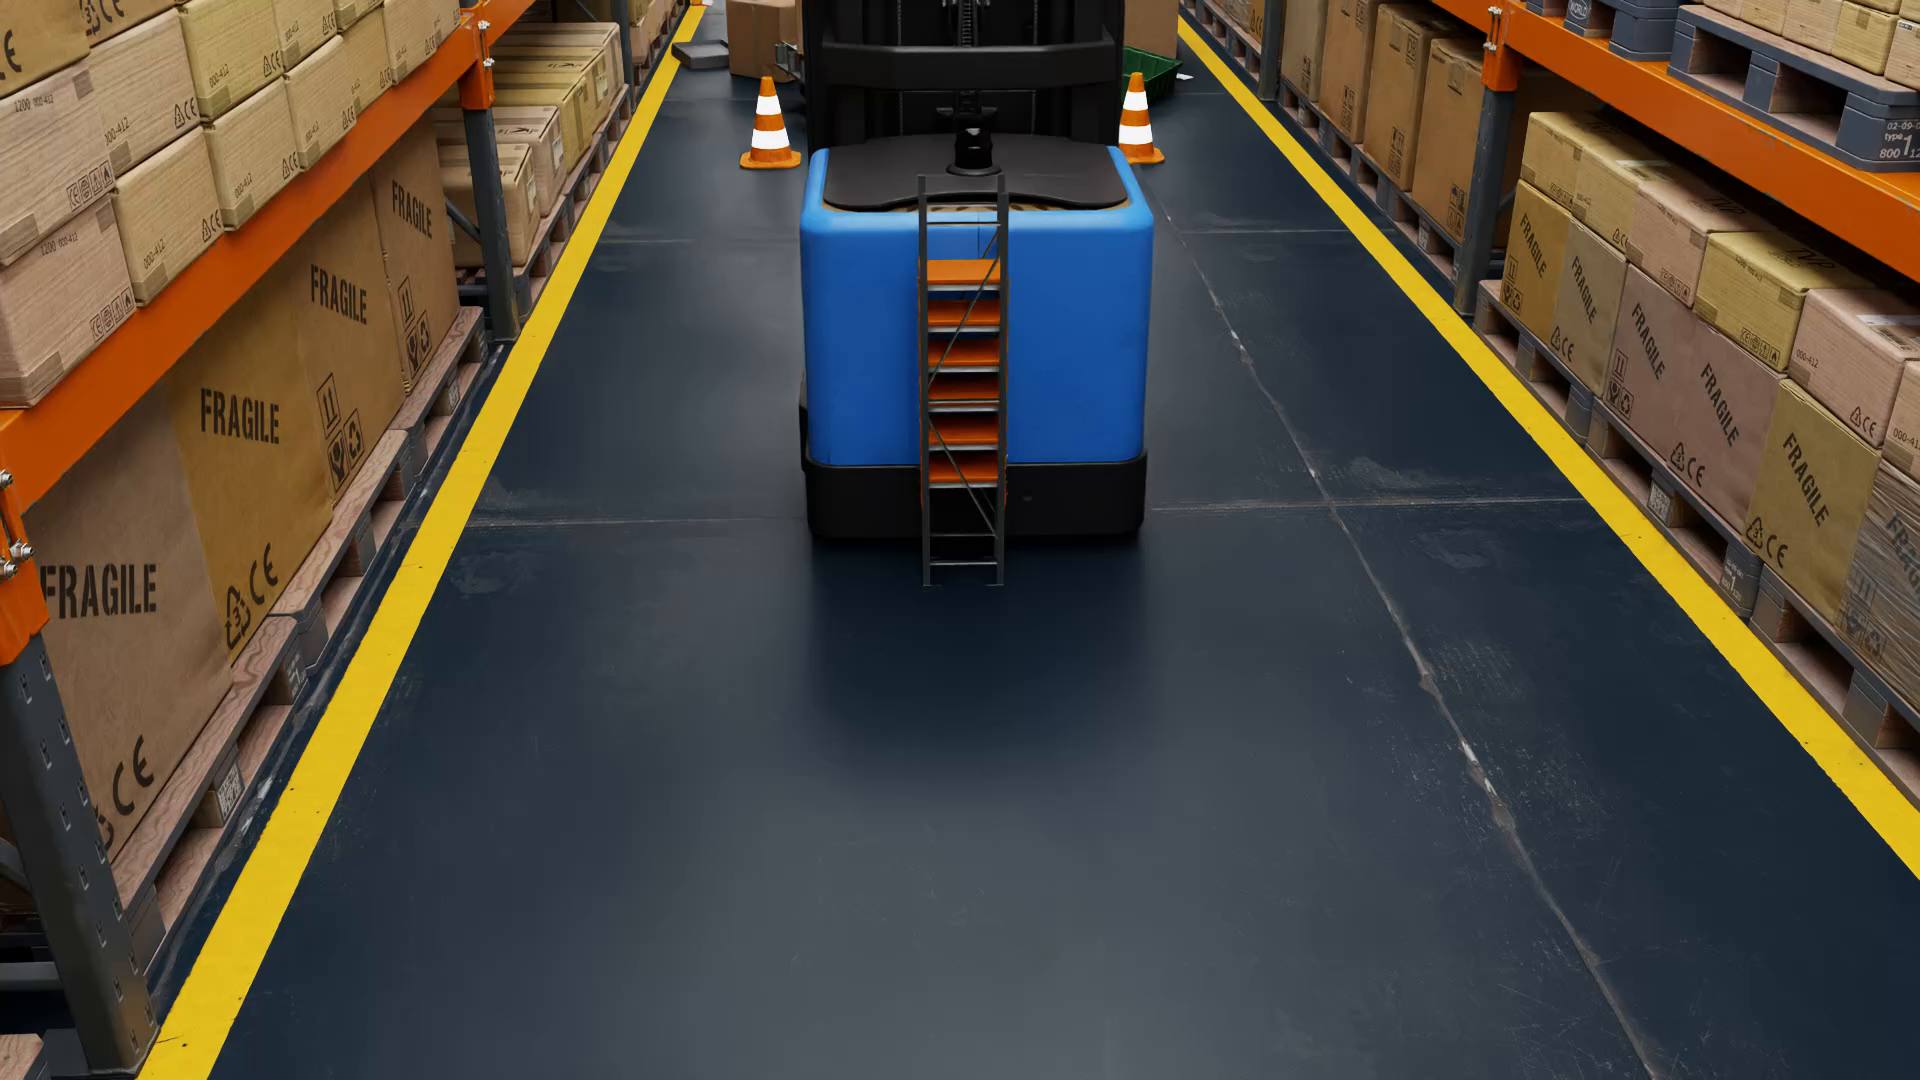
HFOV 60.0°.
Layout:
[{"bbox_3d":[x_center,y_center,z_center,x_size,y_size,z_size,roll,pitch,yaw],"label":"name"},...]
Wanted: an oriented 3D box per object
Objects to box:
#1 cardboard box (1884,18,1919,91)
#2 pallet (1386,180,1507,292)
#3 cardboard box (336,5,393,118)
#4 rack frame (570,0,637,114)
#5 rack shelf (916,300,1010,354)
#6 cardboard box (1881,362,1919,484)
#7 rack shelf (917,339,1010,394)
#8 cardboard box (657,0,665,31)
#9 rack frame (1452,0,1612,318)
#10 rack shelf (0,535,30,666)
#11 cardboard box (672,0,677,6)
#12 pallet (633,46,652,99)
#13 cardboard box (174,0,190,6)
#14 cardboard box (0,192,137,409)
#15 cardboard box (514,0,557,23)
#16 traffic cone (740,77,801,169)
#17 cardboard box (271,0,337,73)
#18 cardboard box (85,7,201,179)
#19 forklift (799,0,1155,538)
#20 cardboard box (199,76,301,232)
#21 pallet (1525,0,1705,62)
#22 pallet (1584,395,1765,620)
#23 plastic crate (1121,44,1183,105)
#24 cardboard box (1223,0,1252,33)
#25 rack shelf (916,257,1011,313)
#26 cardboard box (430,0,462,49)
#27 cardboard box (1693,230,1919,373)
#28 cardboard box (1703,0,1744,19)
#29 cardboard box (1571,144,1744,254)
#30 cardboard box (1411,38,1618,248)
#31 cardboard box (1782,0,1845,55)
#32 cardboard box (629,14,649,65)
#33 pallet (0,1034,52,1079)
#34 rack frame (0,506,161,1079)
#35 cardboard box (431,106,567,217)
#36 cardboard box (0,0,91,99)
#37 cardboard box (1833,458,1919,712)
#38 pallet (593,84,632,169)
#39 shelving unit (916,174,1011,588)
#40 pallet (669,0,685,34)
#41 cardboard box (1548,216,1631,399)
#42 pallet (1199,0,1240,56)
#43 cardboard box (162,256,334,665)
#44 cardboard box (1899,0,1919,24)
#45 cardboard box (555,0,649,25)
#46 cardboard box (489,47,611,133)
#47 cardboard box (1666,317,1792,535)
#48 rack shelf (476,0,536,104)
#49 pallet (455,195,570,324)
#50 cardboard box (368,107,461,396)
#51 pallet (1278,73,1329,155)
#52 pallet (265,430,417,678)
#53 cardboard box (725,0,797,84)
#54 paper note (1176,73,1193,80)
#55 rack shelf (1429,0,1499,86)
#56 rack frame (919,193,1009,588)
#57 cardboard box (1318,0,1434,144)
[{"bbox_3d":[2.556,-1.197,4.120,0.380,0.149,0.250,-3,28,-5],"label":"cardboard box"},{"bbox_3d":[2.658,-1.441,7.786,1.003,0.211,1.213,-1,28,-3],"label":"pallet"},{"bbox_3d":[-1.976,-1.384,4.821,0.500,0.250,0.500,-2,28,-3],"label":"cardboard box"},{"bbox_3d":[-2.523,-3.993,9.662,1.000,3.000,0.127,-1,28,-3],"label":"rack frame"},{"bbox_3d":[0.008,-0.606,4.692,0.258,0.103,0.180,-1,28,-2],"label":"rack shelf"},{"bbox_3d":[2.541,-0.213,3.853,0.500,0.250,0.500,-2,28,-4],"label":"cardboard box"},{"bbox_3d":[0.008,-0.500,4.747,0.258,0.103,0.180,-1,28,-2],"label":"rack shelf"},{"bbox_3d":[-2.354,-3.730,11.678,0.500,0.250,0.500,-2,28,-3],"label":"cardboard box"},{"bbox_3d":[2.624,-2.312,6.439,1.000,3.000,0.127,-1,28,-3],"label":"rack frame"},{"bbox_3d":[-2.001,0.944,0.974,1.077,0.370,4.000,-1,28,-3],"label":"rack shelf"},{"bbox_3d":[-2.402,-4.201,12.580,0.500,0.250,0.500,-1,28,-2],"label":"cardboard box"},{"bbox_3d":[-2.594,-3.066,10.900,1.003,0.211,1.213,-1,28,-3],"label":"pallet"},{"bbox_3d":[-1.919,-1.462,3.621,0.500,0.500,0.500,-2,28,-4],"label":"cardboard box"},{"bbox_3d":[-1.865,-0.442,3.015,0.500,0.250,0.500,-2,28,-4],"label":"cardboard box"},{"bbox_3d":[-2.822,-3.559,10.539,0.500,0.500,0.500,-2,28,-3],"label":"cardboard box"},{"bbox_3d":[-1.060,-2.329,9.216,0.336,0.463,0.334,-1,28,-3],"label":"traffic cone"},{"bbox_3d":[-1.930,-1.371,4.257,0.500,0.250,0.500,-2,28,-4],"label":"cardboard box"},{"bbox_3d":[-1.902,-0.904,3.361,0.500,0.250,0.500,-1,28,-2],"label":"cardboard box"},{"bbox_3d":[0.002,-1.946,5.812,1.130,2.935,3.031,-1,28,-2],"label":"forklift"},{"bbox_3d":[-1.904,-0.918,3.928,0.500,0.250,0.500,-2,28,-3],"label":"cardboard box"},{"bbox_3d":[2.767,-1.900,5.857,1.213,0.211,1.003,-1,28,-3],"label":"pallet"},{"bbox_3d":[2.724,-0.153,5.314,1.003,0.211,1.213,-1,28,-3],"label":"pallet"},{"bbox_3d":[1.097,-2.987,10.711,0.450,0.188,0.662,22,34,18],"label":"plastic crate"},{"bbox_3d":[2.401,-4.112,11.733,0.875,0.875,0.875,-1,28,-2],"label":"cardboard box"},{"bbox_3d":[0.008,-0.713,4.636,0.258,0.103,0.180,-1,28,-2],"label":"rack shelf"},{"bbox_3d":[-2.029,-1.852,5.719,0.500,0.250,0.500,-2,28,-4],"label":"cardboard box"},{"bbox_3d":[2.486,-0.694,4.776,0.500,0.250,0.500,-3,28,-5],"label":"cardboard box"},{"bbox_3d":[2.506,-1.679,5.044,0.380,0.149,0.250,-1,28,-1],"label":"cardboard box"},{"bbox_3d":[2.444,-1.164,5.676,0.500,0.250,0.500,-2,28,-3],"label":"cardboard box"},{"bbox_3d":[2.682,-1.784,7.406,1.050,0.750,0.750,-2,28,-3],"label":"cardboard box"},{"bbox_3d":[2.529,-1.443,4.590,0.380,0.149,0.250,-2,28,-4],"label":"cardboard box"},{"bbox_3d":[-2.284,-3.239,10.736,0.500,0.250,0.500,-3,28,-5],"label":"cardboard box"},{"bbox_3d":[-2.144,1.291,2.547,1.003,0.211,1.213,-1,28,-3],"label":"pallet"},{"bbox_3d":[-2.106,-0.299,2.579,1.000,3.000,0.127,-1,28,-3],"label":"rack frame"},{"bbox_3d":[-2.381,-1.769,7.785,0.950,0.372,0.625,-2,28,-4],"label":"cardboard box"},{"bbox_3d":[-1.841,-0.996,2.727,0.500,0.500,0.500,-1,28,-2],"label":"cardboard box"},{"bbox_3d":[2.542,0.122,4.022,0.500,0.500,0.500,-2,28,-4],"label":"cardboard box"},{"bbox_3d":[-2.481,-2.397,9.618,1.003,0.211,1.213,-1,28,-3],"label":"pallet"},{"bbox_3d":[0.008,-0.433,4.782,0.258,1.200,0.189,-1,28,-2],"label":"shelving unit"},{"bbox_3d":[-2.721,-4.193,13.061,1.003,0.211,1.213,-1,28,-3],"label":"pallet"},{"bbox_3d":[2.435,-0.825,5.837,0.500,0.500,0.500,-1,28,-2],"label":"cardboard box"},{"bbox_3d":[2.386,-3.841,12.386,1.003,0.211,1.213,-1,28,-3],"label":"pallet"},{"bbox_3d":[-2.273,-0.244,4.318,0.875,0.875,0.875,-1,28,-1],"label":"cardboard box"},{"bbox_3d":[2.559,-1.333,4.058,0.380,0.149,0.250,-3,28,-5],"label":"cardboard box"},{"bbox_3d":[-2.284,-3.572,10.562,0.500,0.500,0.500,0,28,0],"label":"cardboard box"},{"bbox_3d":[-2.452,-2.440,9.072,0.950,0.372,0.625,0,28,1],"label":"cardboard box"},{"bbox_3d":[2.493,-0.352,4.931,0.500,0.500,0.500,-2,28,-4],"label":"cardboard box"},{"bbox_3d":[-2.419,-2.750,8.058,1.077,0.370,4.000,-1,28,-3],"label":"rack shelf"},{"bbox_3d":[-2.354,-1.270,7.457,1.003,0.211,1.213,-1,28,-3],"label":"pallet"},{"bbox_3d":[-2.361,-1.069,5.899,0.875,0.875,0.875,-2,28,-3],"label":"cardboard box"},{"bbox_3d":[2.530,-2.568,9.946,1.003,0.211,1.213,-1,28,-3],"label":"pallet"},{"bbox_3d":[-2.288,0.019,4.986,1.003,0.211,1.213,-1,28,-3],"label":"pallet"},{"bbox_3d":[-1.220,-3.413,11.251,0.500,0.500,0.500,19,33,32],"label":"cardboard box"},{"bbox_3d":[1.475,-3.132,11.221,0.147,0.020,0.142,-23,35,-37],"label":"paper note"},{"bbox_3d":[2.519,-2.917,8.376,1.077,0.370,4.000,-1,28,-3],"label":"rack shelf"},{"bbox_3d":[0.011,-0.390,4.701,0.240,1.200,0.006,-1,28,-2],"label":"rack frame"},{"bbox_3d":[2.584,-2.618,9.004,1.050,0.750,0.750,-1,28,-3],"label":"cardboard box"}]
